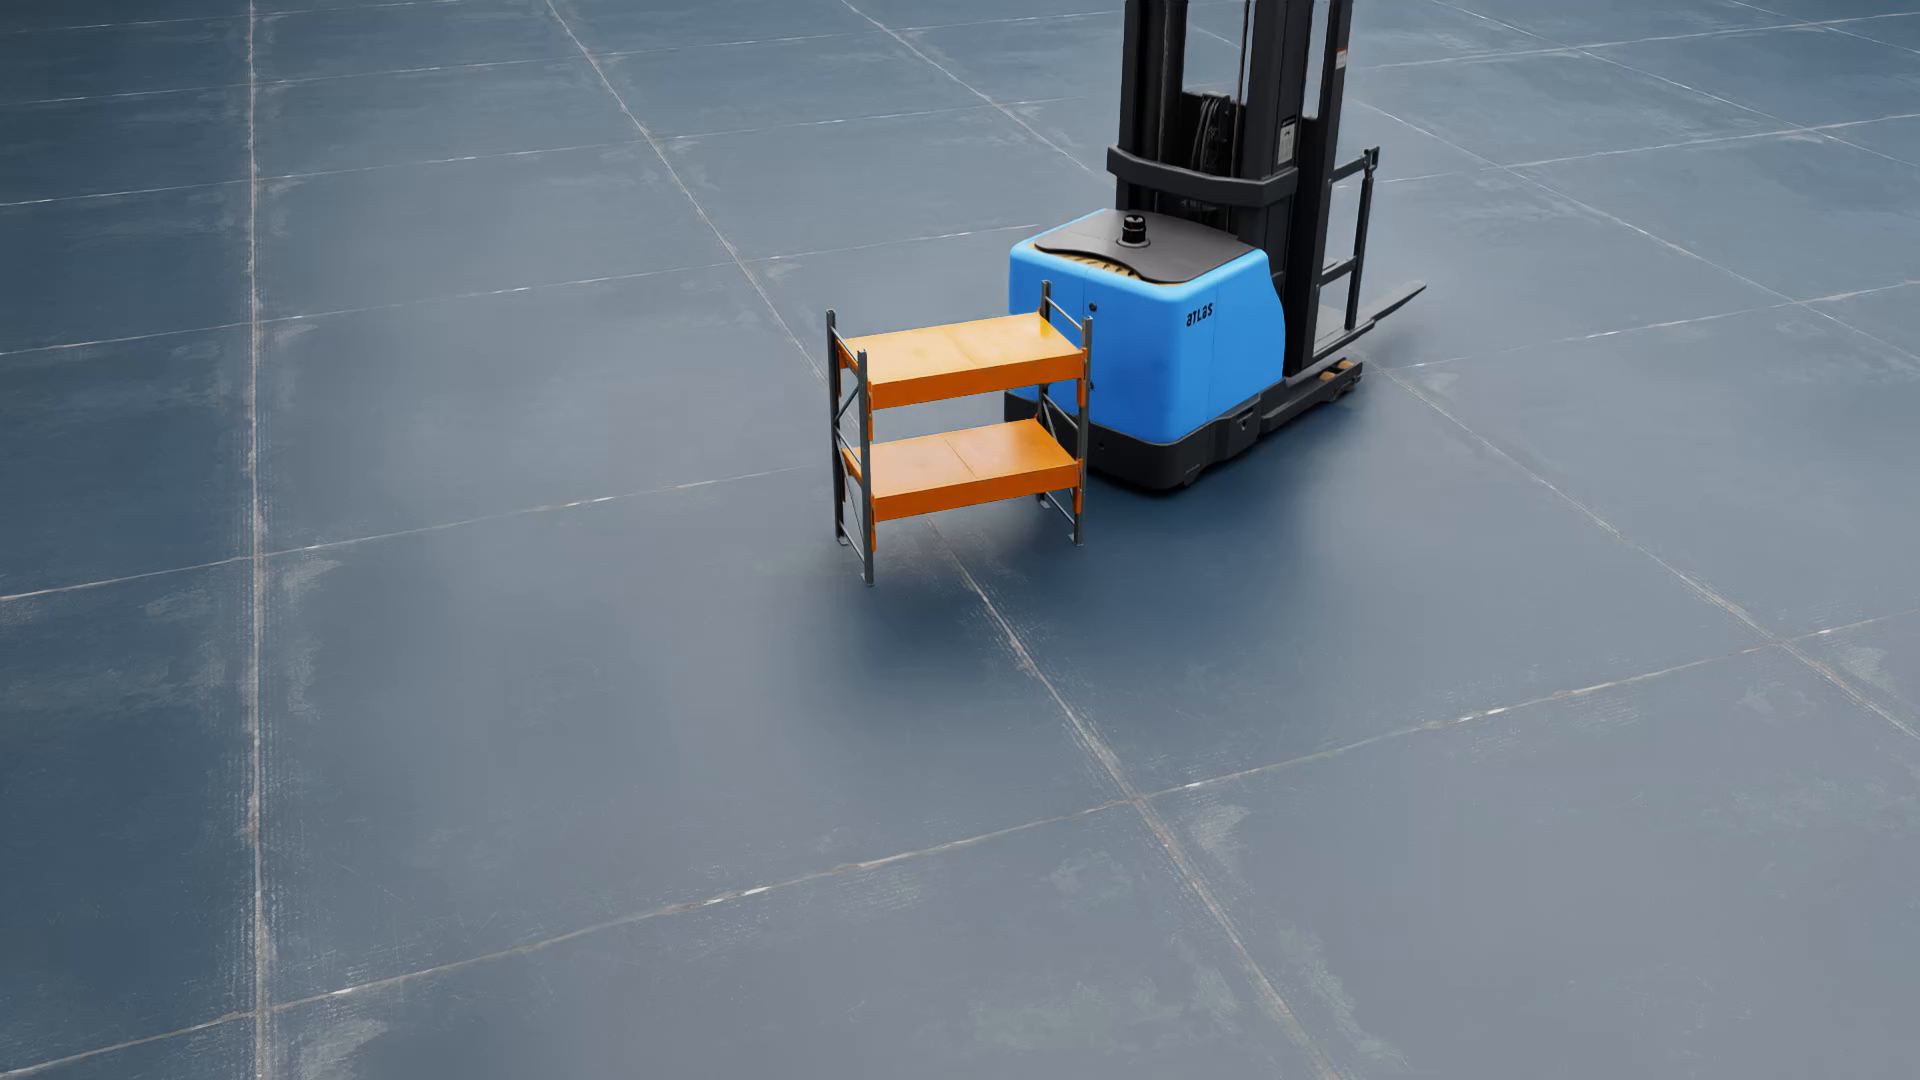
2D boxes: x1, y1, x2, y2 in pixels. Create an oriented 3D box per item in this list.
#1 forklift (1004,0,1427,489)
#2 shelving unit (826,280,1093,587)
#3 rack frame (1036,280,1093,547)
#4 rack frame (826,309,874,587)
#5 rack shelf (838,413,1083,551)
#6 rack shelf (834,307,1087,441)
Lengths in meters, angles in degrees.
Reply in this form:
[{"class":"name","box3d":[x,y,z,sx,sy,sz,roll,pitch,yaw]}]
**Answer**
[{"class":"forklift","box3d":[1.571,-2.170,8.597,1.130,2.935,3.031,23,37,35]},{"class":"shelving unit","box3d":[-0.006,-0.488,7.469,1.048,1.125,0.538,-10,31,-18]},{"class":"rack frame","box3d":[0.470,-0.575,7.624,0.032,1.125,0.500,-10,31,-18]},{"class":"rack frame","box3d":[-0.483,-0.400,7.315,0.032,1.125,0.500,-10,31,-18]},{"class":"rack shelf","box3d":[-0.006,-0.275,7.591,1.000,0.278,0.538,-10,31,-18]},{"class":"rack shelf","box3d":[-0.006,-0.742,7.325,1.000,0.278,0.538,-10,31,-18]}]
